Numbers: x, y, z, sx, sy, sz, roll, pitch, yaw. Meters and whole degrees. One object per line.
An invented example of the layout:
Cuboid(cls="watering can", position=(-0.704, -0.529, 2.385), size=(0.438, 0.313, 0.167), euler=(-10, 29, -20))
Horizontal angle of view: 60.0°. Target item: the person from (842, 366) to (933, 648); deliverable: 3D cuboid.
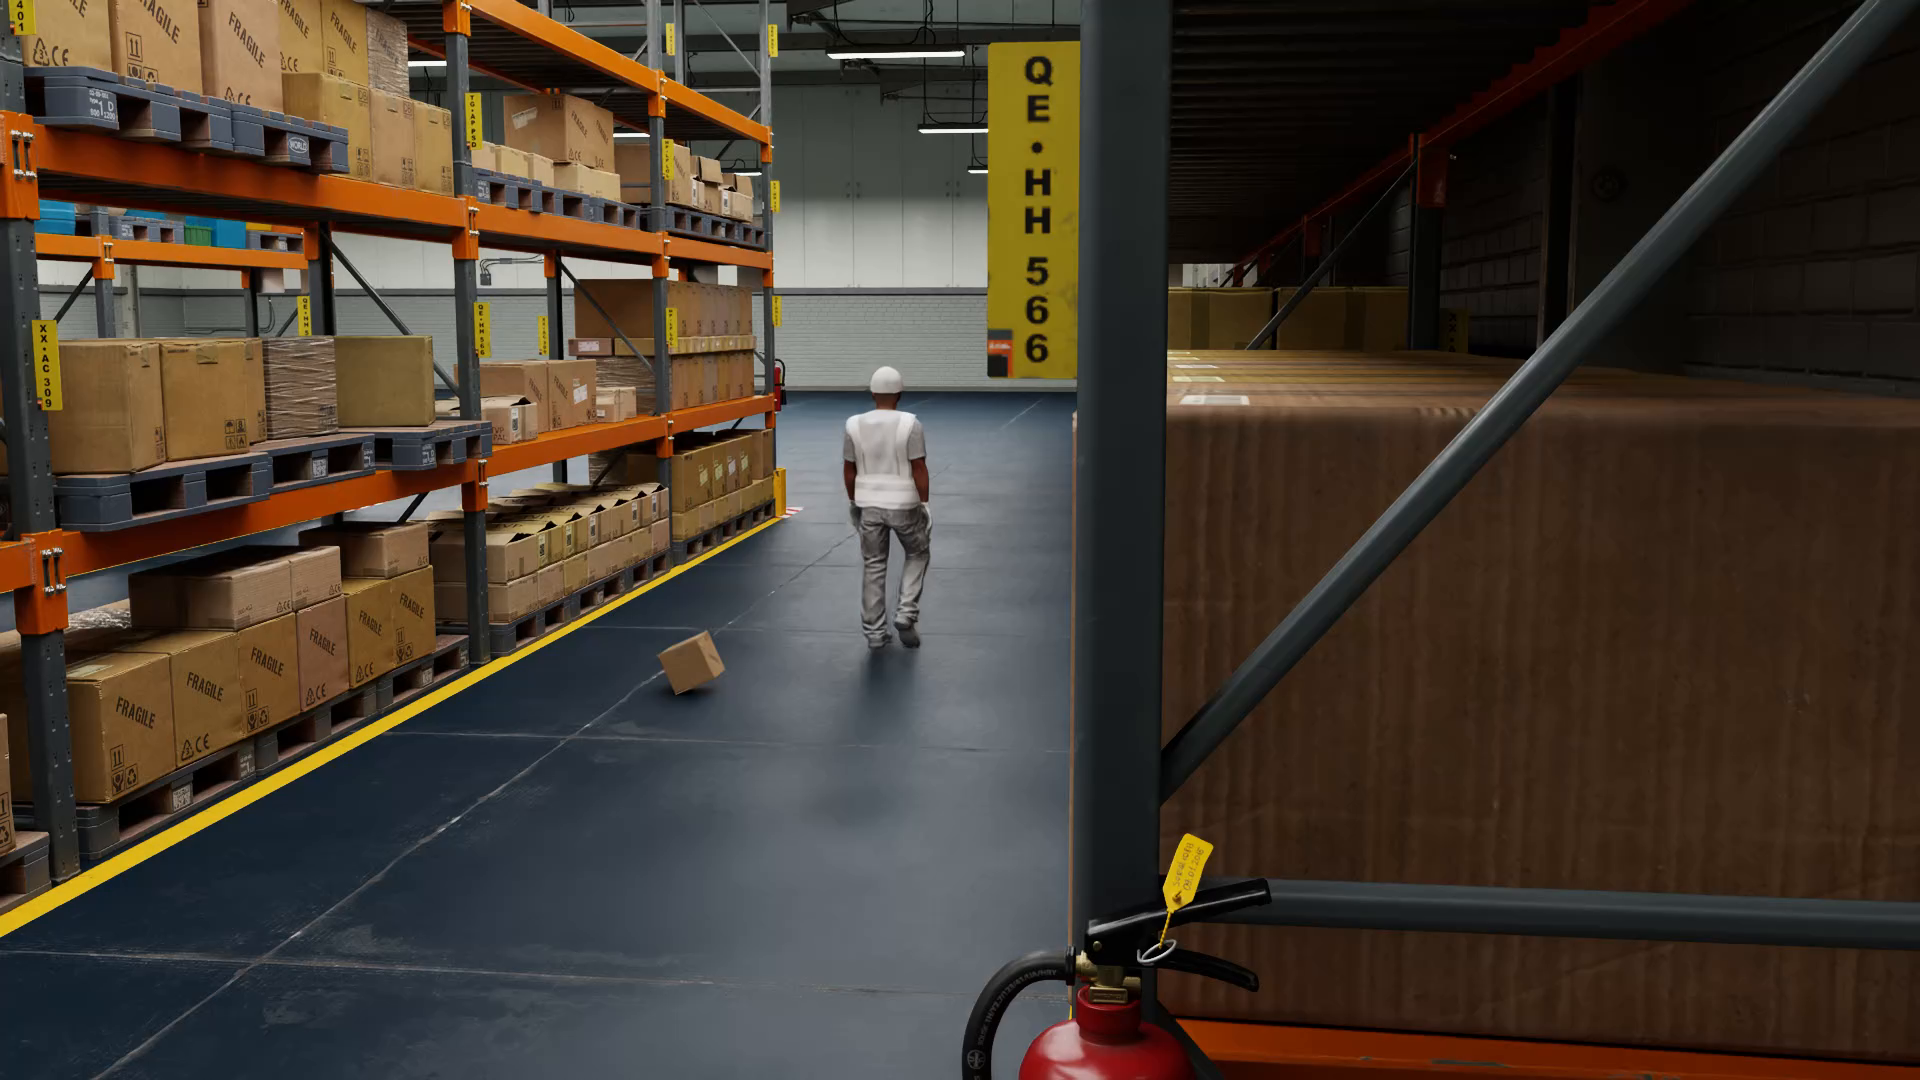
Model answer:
Cuboid(cls="person", position=(-0.440, -0.197, 10.621), size=(0.603, 1.820, 0.471), euler=(1, 8, 10))
